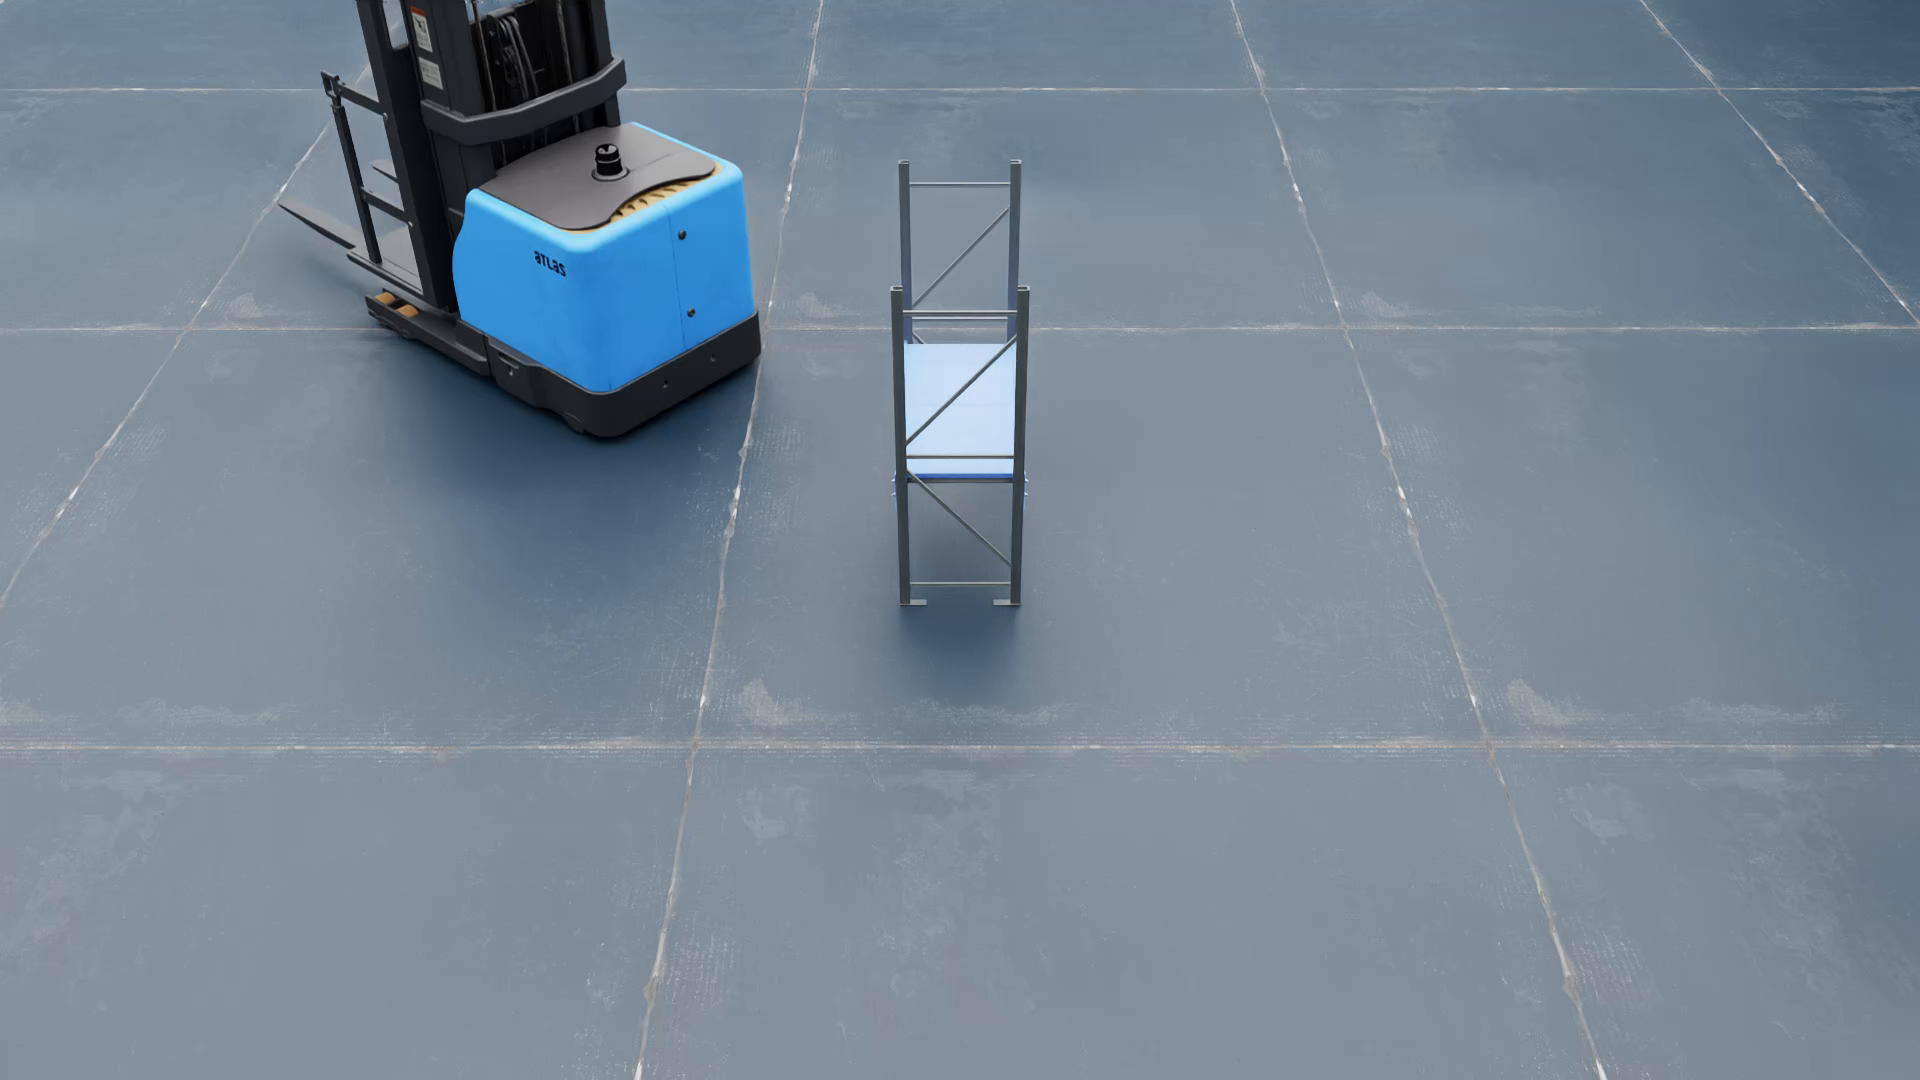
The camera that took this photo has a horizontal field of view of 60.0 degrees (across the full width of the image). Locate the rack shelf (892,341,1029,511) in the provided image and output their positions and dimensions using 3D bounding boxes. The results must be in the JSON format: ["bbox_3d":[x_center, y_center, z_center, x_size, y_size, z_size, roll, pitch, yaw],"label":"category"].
[{"bbox_3d":[0.000,-0.498,6.960,0.538,0.185,1.000,0,39,0],"label":"rack shelf"}]

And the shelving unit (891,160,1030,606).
[{"bbox_3d":[0.000,-0.639,6.848,0.538,1.500,1.048,0,39,0],"label":"shelving unit"}]

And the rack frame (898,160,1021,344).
[{"bbox_3d":[-0.001,-0.956,7.244,0.500,1.500,0.032,0,39,0],"label":"rack frame"}]

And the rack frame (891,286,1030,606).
[{"bbox_3d":[0.000,-0.321,6.451,0.500,1.500,0.032,0,39,0],"label":"rack frame"}]

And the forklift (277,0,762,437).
[{"bbox_3d":[-2.439,-2.404,7.906,3.031,2.935,1.130,28,47,31],"label":"forklift"}]
